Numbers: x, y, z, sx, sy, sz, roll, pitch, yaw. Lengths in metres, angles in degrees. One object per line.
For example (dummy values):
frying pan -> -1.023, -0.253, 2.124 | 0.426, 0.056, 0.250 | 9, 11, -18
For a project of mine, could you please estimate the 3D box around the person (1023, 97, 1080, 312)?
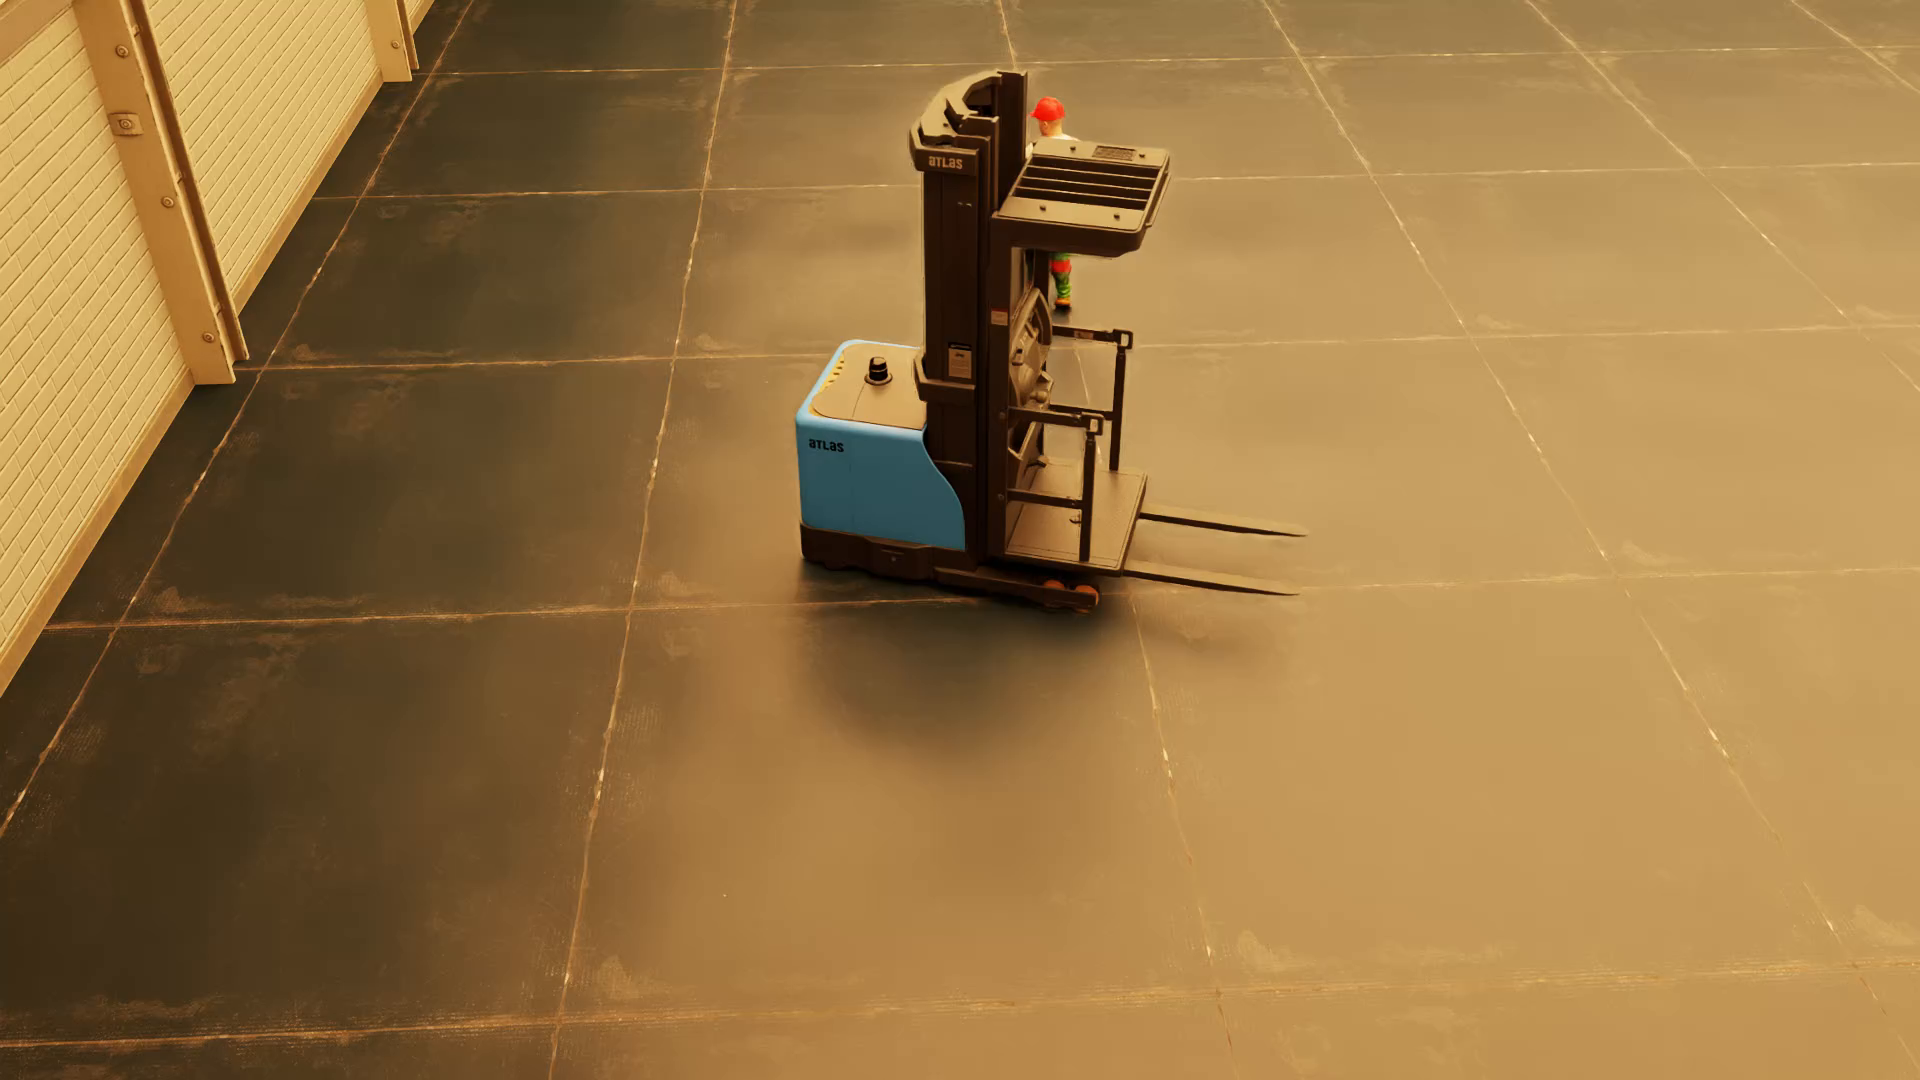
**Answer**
person -> 0.643, -2.440, 12.386 | 0.944, 1.797, 0.478 | -7, 37, -10

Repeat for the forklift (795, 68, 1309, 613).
forklift -> 0.592, -1.097, 9.517 | 3.031, 2.935, 1.130 | 9, 37, 11
